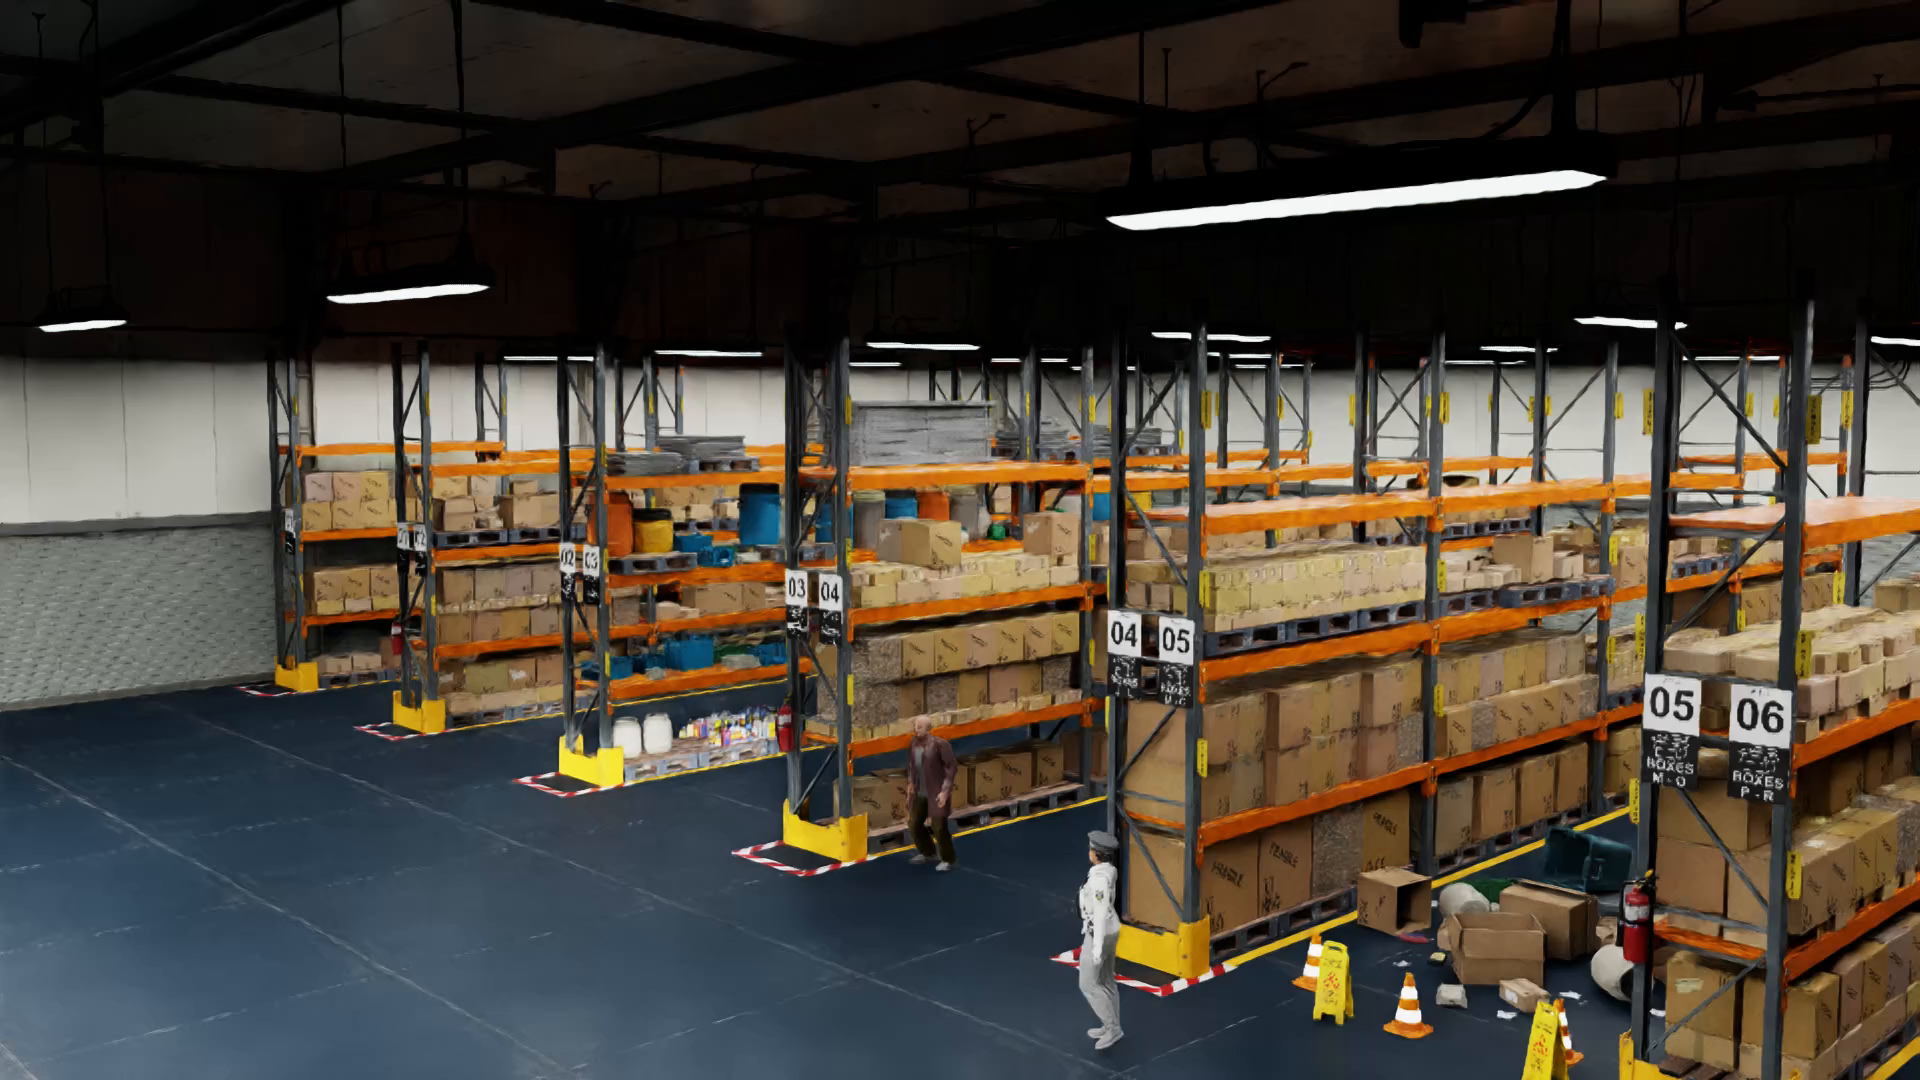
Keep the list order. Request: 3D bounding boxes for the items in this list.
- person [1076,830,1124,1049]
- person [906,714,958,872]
[{"bbox_3d":[1.138,3.174,13.279,0.396,1.670,0.577,1,5,17],"label":"person"},{"bbox_3d":[-0.308,2.738,18.127,0.729,1.732,0.541,5,7,42],"label":"person"}]
